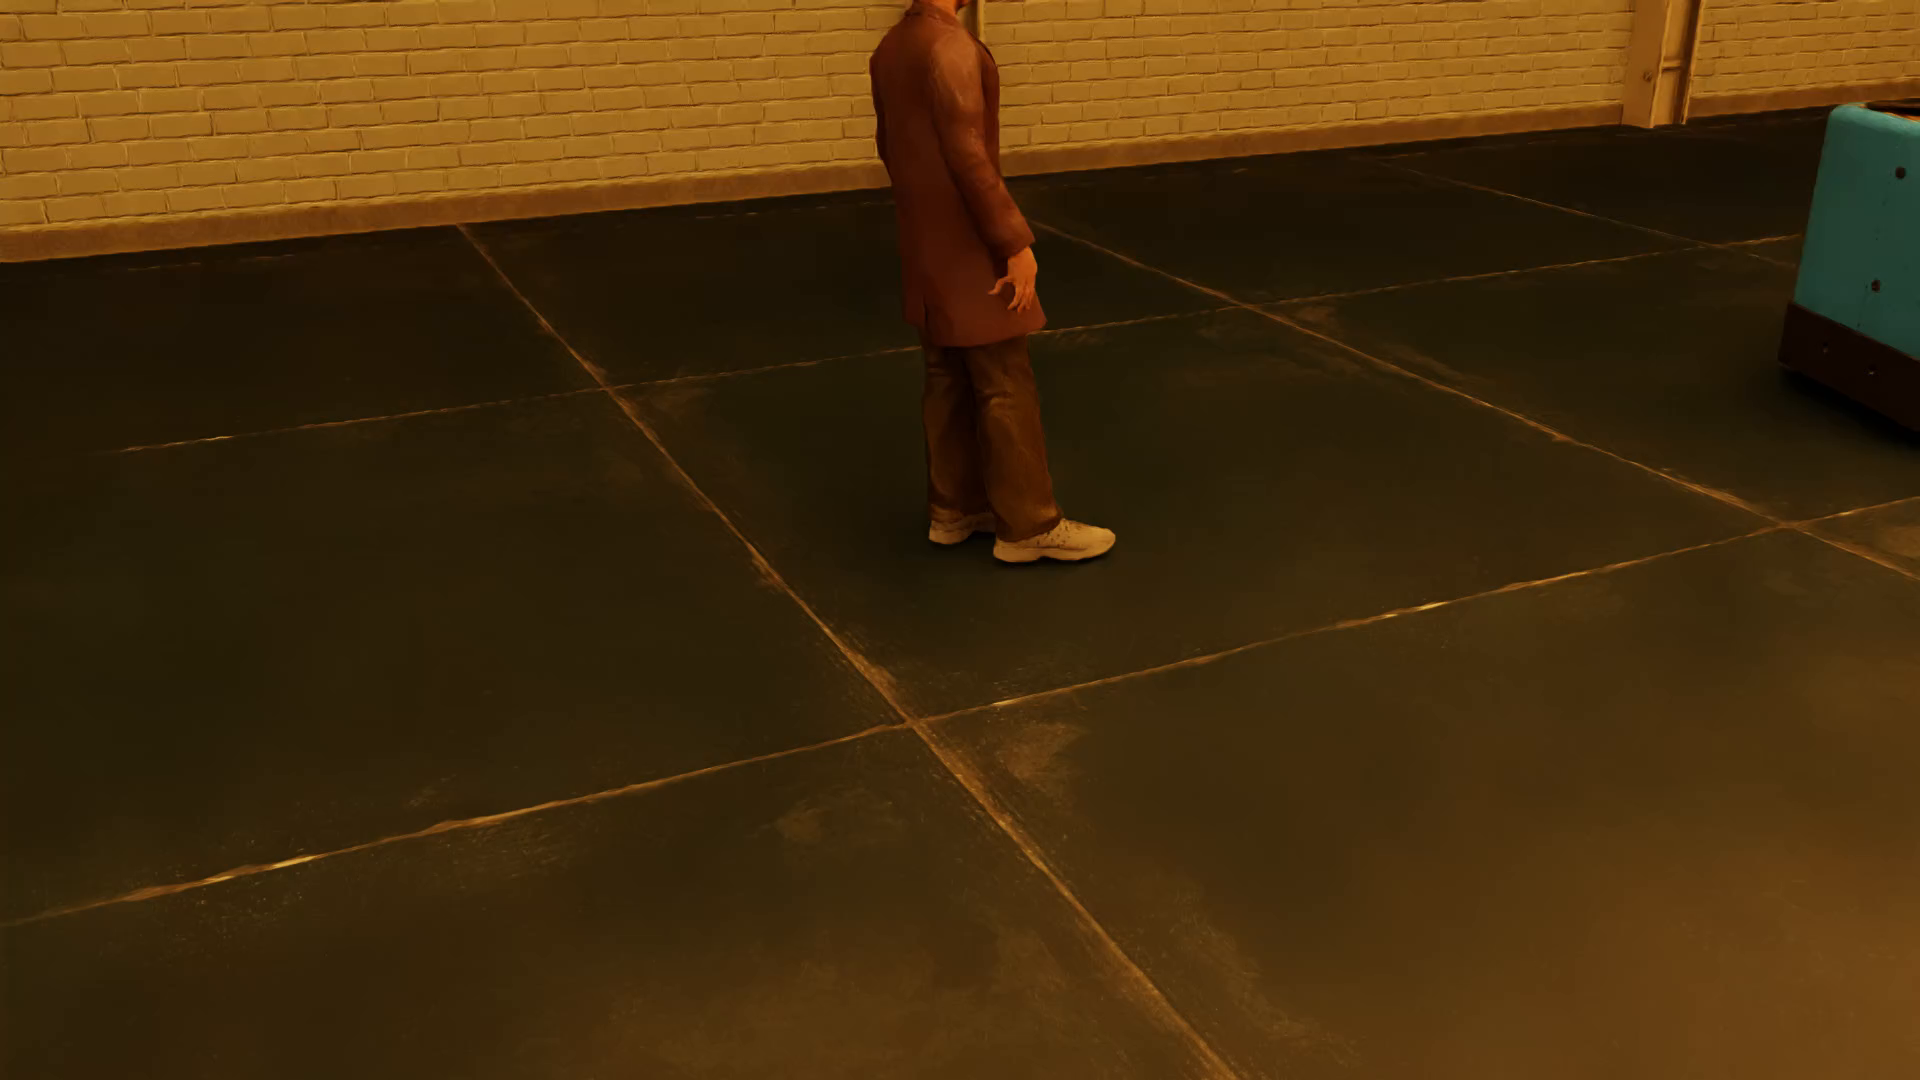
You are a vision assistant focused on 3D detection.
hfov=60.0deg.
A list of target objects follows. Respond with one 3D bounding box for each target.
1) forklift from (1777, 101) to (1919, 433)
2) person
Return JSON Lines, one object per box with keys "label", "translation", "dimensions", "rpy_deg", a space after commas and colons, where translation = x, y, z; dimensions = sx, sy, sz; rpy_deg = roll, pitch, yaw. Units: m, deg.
{"label": "forklift", "translation": [4.816, -1.889, 5.833], "dimensions": [3.031, 2.935, 1.130], "rpy_deg": [-2, 23, -5]}
{"label": "person", "translation": [0.085, -0.841, 4.795], "dimensions": [0.580, 1.776, 0.694], "rpy_deg": [-10, 25, -23]}
